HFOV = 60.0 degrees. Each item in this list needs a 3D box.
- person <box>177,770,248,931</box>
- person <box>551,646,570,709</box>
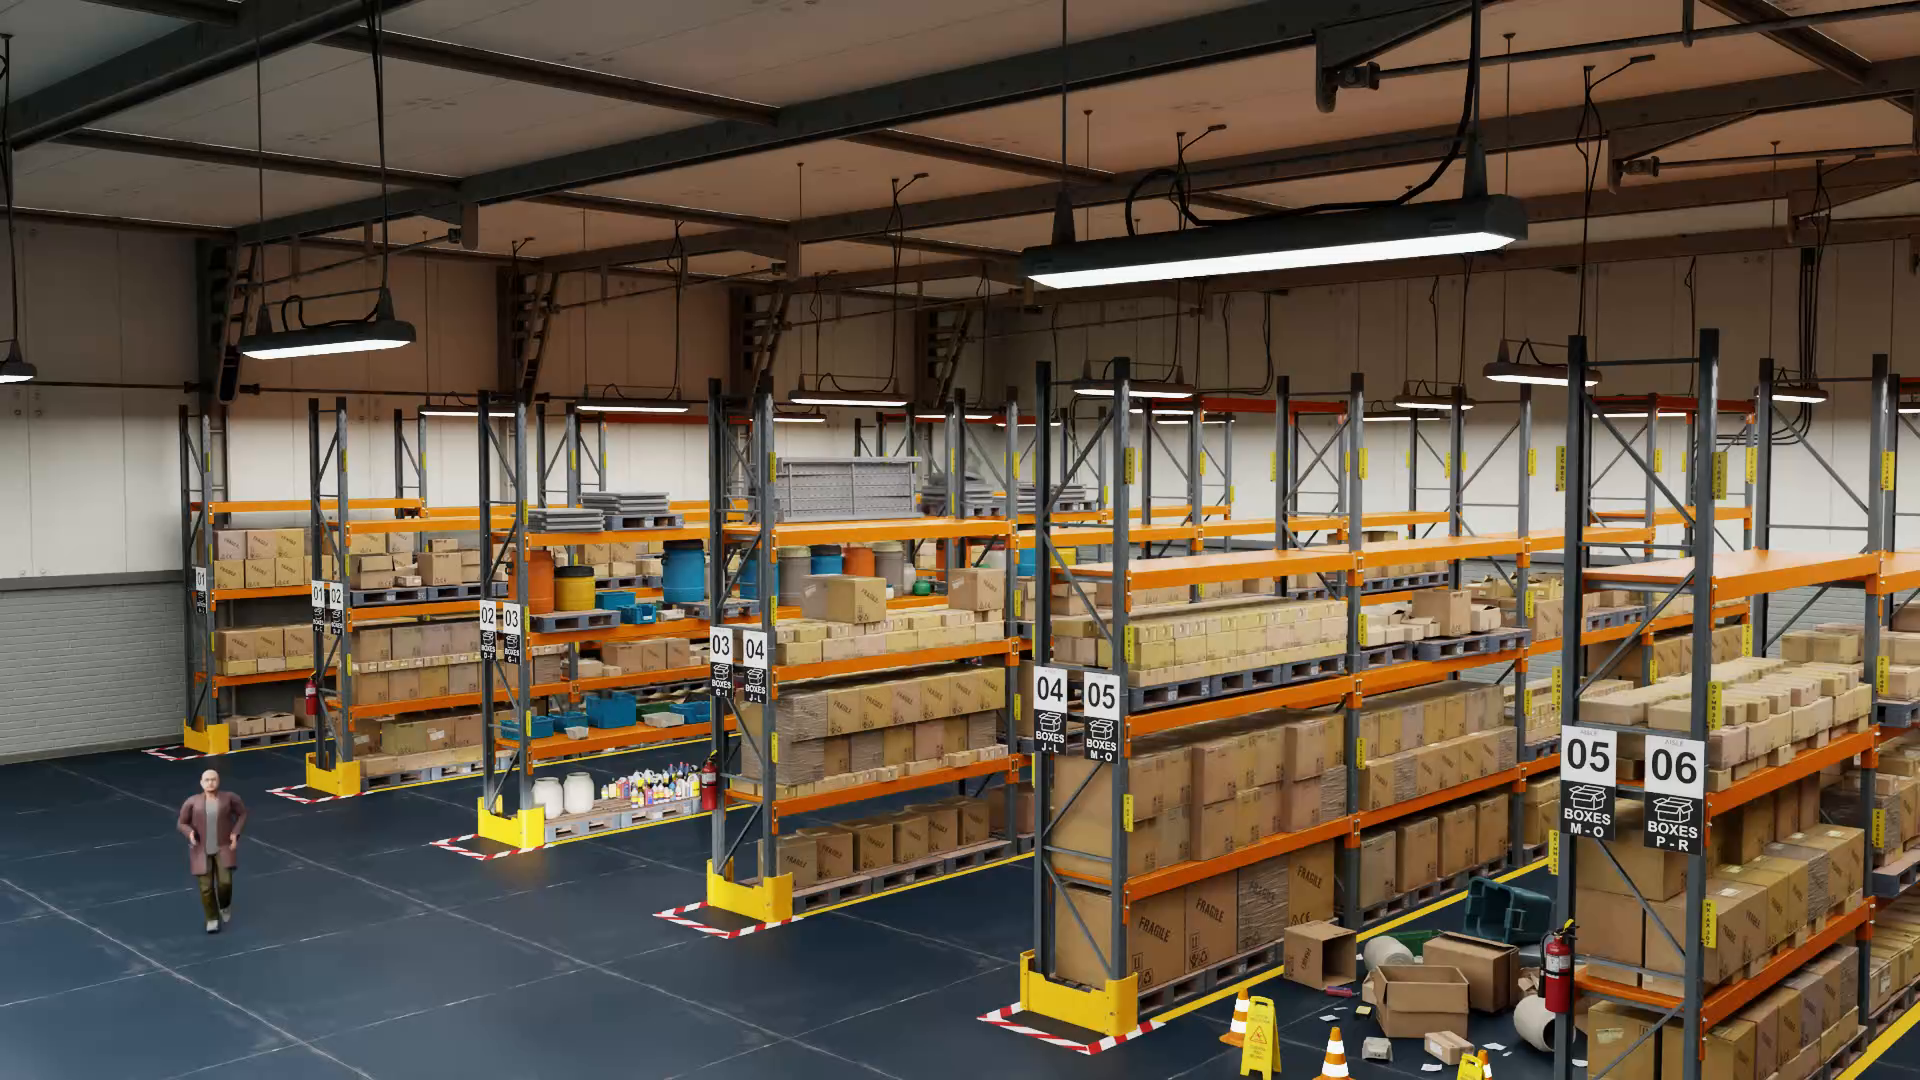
[{"bbox_3d":[-8.044,3.346,17.904,0.702,1.730,0.649,-1,3,-22],"label":"person"},{"bbox_3d":[-7.125,2.736,30.086,0.607,1.650,0.888,3,4,40],"label":"person"}]
